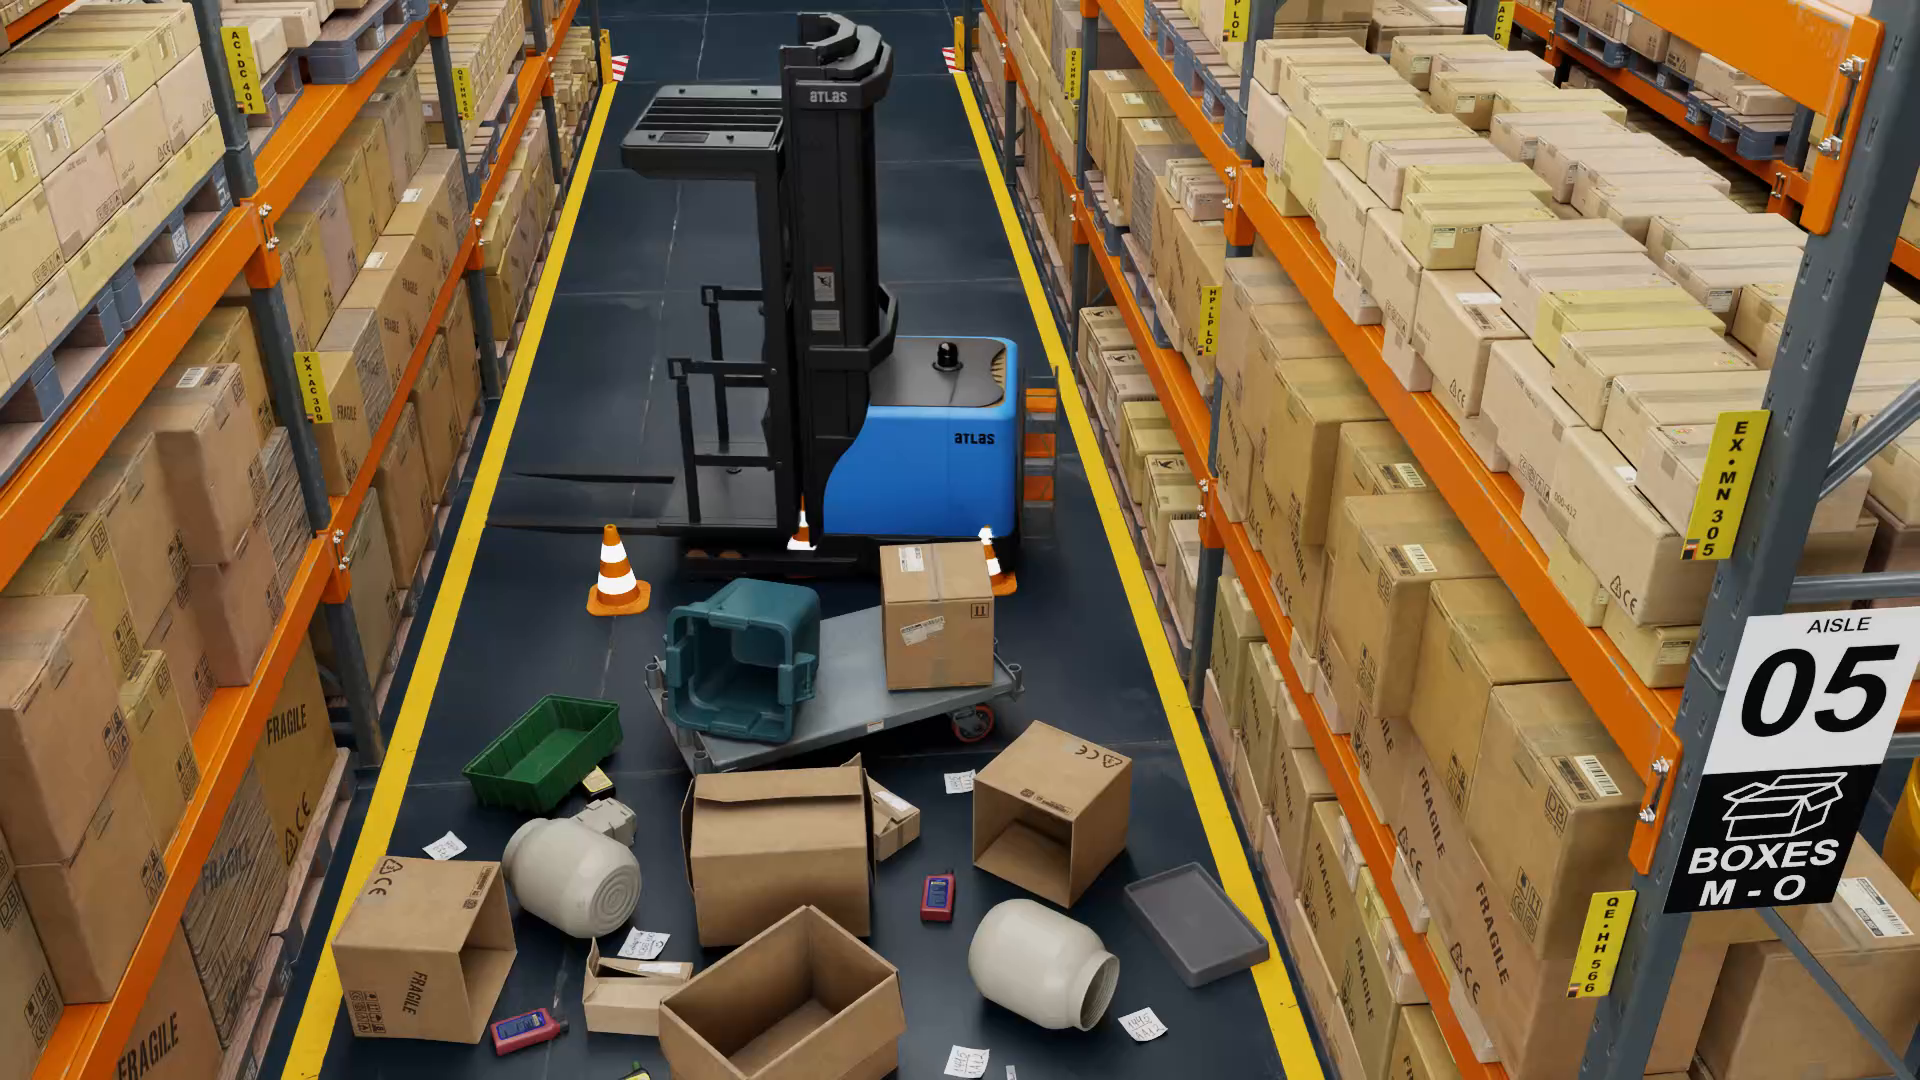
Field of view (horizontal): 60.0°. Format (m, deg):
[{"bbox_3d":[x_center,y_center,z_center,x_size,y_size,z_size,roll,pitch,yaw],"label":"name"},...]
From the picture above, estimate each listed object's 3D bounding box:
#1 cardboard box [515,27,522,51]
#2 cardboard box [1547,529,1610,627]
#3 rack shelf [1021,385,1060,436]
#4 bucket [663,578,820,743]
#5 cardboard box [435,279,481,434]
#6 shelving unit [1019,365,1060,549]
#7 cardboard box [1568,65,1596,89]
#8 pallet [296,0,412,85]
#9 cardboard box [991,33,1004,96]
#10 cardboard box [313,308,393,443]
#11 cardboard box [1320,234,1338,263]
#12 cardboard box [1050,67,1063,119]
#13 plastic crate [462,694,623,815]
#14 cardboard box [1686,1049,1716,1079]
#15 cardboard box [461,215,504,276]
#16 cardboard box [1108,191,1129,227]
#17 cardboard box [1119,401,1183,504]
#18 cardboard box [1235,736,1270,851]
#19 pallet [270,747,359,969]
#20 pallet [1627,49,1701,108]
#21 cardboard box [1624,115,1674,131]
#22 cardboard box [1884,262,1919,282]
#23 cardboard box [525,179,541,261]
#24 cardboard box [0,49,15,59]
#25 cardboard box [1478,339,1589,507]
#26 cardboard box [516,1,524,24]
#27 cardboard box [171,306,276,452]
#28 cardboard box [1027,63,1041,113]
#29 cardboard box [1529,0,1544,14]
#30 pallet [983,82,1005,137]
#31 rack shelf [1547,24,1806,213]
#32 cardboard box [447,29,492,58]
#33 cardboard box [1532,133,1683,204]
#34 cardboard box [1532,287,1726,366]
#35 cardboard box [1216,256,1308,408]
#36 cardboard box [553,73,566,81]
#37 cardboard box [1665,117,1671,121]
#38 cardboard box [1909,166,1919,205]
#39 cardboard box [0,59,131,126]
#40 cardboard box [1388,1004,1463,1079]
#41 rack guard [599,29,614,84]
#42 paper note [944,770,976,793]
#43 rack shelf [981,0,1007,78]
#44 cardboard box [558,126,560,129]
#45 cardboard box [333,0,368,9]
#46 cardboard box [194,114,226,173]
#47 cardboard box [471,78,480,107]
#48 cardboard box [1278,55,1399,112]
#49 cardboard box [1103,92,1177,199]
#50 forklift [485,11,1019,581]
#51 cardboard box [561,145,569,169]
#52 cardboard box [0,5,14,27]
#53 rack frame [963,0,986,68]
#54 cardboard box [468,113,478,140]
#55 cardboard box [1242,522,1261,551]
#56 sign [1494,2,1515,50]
[{"bbox_3d":[-3.752,-4.035,13.416,0.380,0.149,0.250,-3,31,-4],"label":"cardboard box"},{"bbox_3d":[1.661,0.075,4.019,0.380,0.149,0.250,-3,31,-4],"label":"cardboard box"},{"bbox_3d":[0.451,-0.702,9.368,0.215,0.259,0.240,1,31,1],"label":"rack shelf"},{"bbox_3d":[-0.956,0.508,7.685,0.726,0.611,0.620,8,22,13],"label":"bucket"},{"bbox_3d":[-3.670,-1.146,10.527,1.050,0.750,0.750,-3,31,-5],"label":"cardboard box"},{"bbox_3d":[0.451,-0.467,9.508,0.215,1.050,0.252,1,31,1],"label":"shelving unit"},{"bbox_3d":[5.678,-4.137,14.857,0.380,0.149,0.250,-3,31,-5],"label":"cardboard box"},{"bbox_3d":[-3.417,-2.556,8.363,1.003,0.211,1.213,-1,31,-2],"label":"pallet"},{"bbox_3d":[0.789,-4.901,17.119,0.875,0.438,0.875,-2,31,-3],"label":"cardboard box"},{"bbox_3d":[-3.093,-0.786,8.044,0.500,0.500,0.500,-3,31,-4],"label":"cardboard box"},{"bbox_3d":[1.526,-1.115,6.011,0.380,0.149,0.250,-2,31,-3],"label":"cardboard box"},{"bbox_3d":[0.931,-3.182,11.811,0.500,0.250,0.500,-4,31,-6],"label":"cardboard box"},{"bbox_3d":[-1.943,1.004,7.830,0.450,0.188,0.662,4,30,26],"label":"plastic crate"},{"bbox_3d":[2.203,1.474,4.603,0.380,0.149,0.250,-3,31,-4],"label":"cardboard box"},{"bbox_3d":[-3.461,-2.039,11.536,0.500,0.250,0.500,-4,31,-7],"label":"cardboard box"},{"bbox_3d":[1.104,-2.004,10.015,0.380,0.149,0.250,-3,31,-4],"label":"cardboard box"},{"bbox_3d":[1.466,-0.535,9.873,0.950,0.372,0.625,-2,31,-3],"label":"cardboard box"},{"bbox_3d":[1.502,1.093,7.266,0.500,0.250,0.500,-1,31,-2],"label":"cardboard box"},{"bbox_3d":[-3.271,1.385,7.226,1.003,0.211,1.213,-3,31,-5],"label":"pallet"},{"bbox_3d":[6.037,-3.685,13.182,1.003,0.211,1.213,-3,31,-5],"label":"pallet"},{"bbox_3d":[5.781,-3.470,14.030,0.380,0.149,0.250,-3,31,-5],"label":"cardboard box"},{"bbox_3d":[6.268,-1.617,11.438,0.875,0.625,0.625,-2,31,-3],"label":"cardboard box"},{"bbox_3d":[-3.600,-2.506,13.048,0.500,0.500,0.500,-3,31,-6],"label":"cardboard box"},{"bbox_3d":[-3.497,-1.516,5.786,0.500,0.250,0.500,-3,31,-4],"label":"cardboard box"},{"bbox_3d":[1.680,-0.308,4.271,0.500,0.250,0.500,-3,31,-5],"label":"cardboard box"},{"bbox_3d":[-3.778,-4.295,13.561,0.380,0.149,0.250,-2,31,-3],"label":"cardboard box"},{"bbox_3d":[-3.264,-0.542,6.533,0.875,0.550,0.550,-3,31,-5],"label":"cardboard box"},{"bbox_3d":[0.805,-3.494,12.820,0.500,0.250,0.500,-3,31,-5],"label":"cardboard box"},{"bbox_3d":[5.522,-4.992,15.427,0.380,0.149,0.250,-2,31,-3],"label":"cardboard box"},{"bbox_3d":[0.797,-4.397,16.905,1.003,0.211,1.213,-3,31,-5],"label":"pallet"},{"bbox_3d":[6.036,-3.487,13.365,1.077,0.370,4.000,-3,31,-5],"label":"rack shelf"},{"bbox_3d":[-3.632,-3.618,12.137,0.380,0.149,0.250,-3,31,-5],"label":"cardboard box"},{"bbox_3d":[2.090,-1.205,5.384,0.380,0.149,0.250,-2,31,-4],"label":"cardboard box"},{"bbox_3d":[1.703,-0.526,4.249,0.380,0.149,0.250,-3,31,-4],"label":"cardboard box"},{"bbox_3d":[1.480,-0.858,6.898,0.700,0.500,0.500,-3,31,-5],"label":"cardboard box"},{"bbox_3d":[-3.974,-4.358,15.911,0.380,0.149,0.250,-4,31,-7],"label":"cardboard box"},{"bbox_3d":[6.282,-3.642,14.317,0.380,0.149,0.250,-4,31,-7],"label":"cardboard box"},{"bbox_3d":[6.098,-2.163,10.105,0.500,0.250,0.500,-4,31,-6],"label":"cardboard box"},{"bbox_3d":[-2.843,-1.393,5.193,0.380,0.149,0.250,-2,31,-4],"label":"cardboard box"},{"bbox_3d":[1.694,1.831,5.300,0.500,0.500,0.500,-3,31,-4],"label":"cardboard box"},{"bbox_3d":[-4.378,-5.219,18.000,1.175,0.500,0.348,-3,31,-5],"label":"rack guard"},{"bbox_3d":[0.006,1.134,7.822,0.148,0.019,0.142,-3,31,-5],"label":"paper note"},{"bbox_3d":[0.721,-5.290,16.382,1.077,0.370,4.000,-3,31,-5],"label":"rack shelf"},{"bbox_3d":[-3.840,-3.698,15.097,0.380,0.149,0.250,-3,31,-4],"label":"cardboard box"},{"bbox_3d":[-3.196,-2.926,8.194,0.500,0.500,0.500,-3,31,-5],"label":"cardboard box"},{"bbox_3d":[-2.912,-1.437,6.043,0.380,0.149,0.250,-3,31,-5],"label":"cardboard box"},{"bbox_3d":[-3.563,-3.106,11.571,0.380,0.149,0.250,-3,31,-4],"label":"cardboard box"},{"bbox_3d":[1.413,-1.707,6.226,0.380,0.149,0.250,-2,31,-3],"label":"cardboard box"},{"bbox_3d":[1.149,-2.380,10.012,0.500,0.500,0.500,-1,31,-2],"label":"cardboard box"},{"bbox_3d":[-1.183,-1.299,9.066,3.031,2.935,1.130,1,31,2],"label":"forklift"},{"bbox_3d":[-3.726,-3.446,14.965,0.380,0.149,0.250,-4,31,-7],"label":"cardboard box"},{"bbox_3d":[-8.756,-4.695,14.930,0.380,0.149,0.250,-3,31,-5],"label":"cardboard box"},{"bbox_3d":[0.534,-6.620,17.907,1.000,3.000,0.127,-3,31,-5],"label":"rack frame"},{"bbox_3d":[-3.529,-2.832,11.401,0.380,0.149,0.250,-1,31,-2],"label":"cardboard box"},{"bbox_3d":[1.440,-0.082,7.208,0.380,0.149,0.250,-2,31,-3],"label":"cardboard box"},{"bbox_3d":[2.194,-2.033,6.799,0.100,0.325,0.005,-3,31,-5],"label":"sign"}]
